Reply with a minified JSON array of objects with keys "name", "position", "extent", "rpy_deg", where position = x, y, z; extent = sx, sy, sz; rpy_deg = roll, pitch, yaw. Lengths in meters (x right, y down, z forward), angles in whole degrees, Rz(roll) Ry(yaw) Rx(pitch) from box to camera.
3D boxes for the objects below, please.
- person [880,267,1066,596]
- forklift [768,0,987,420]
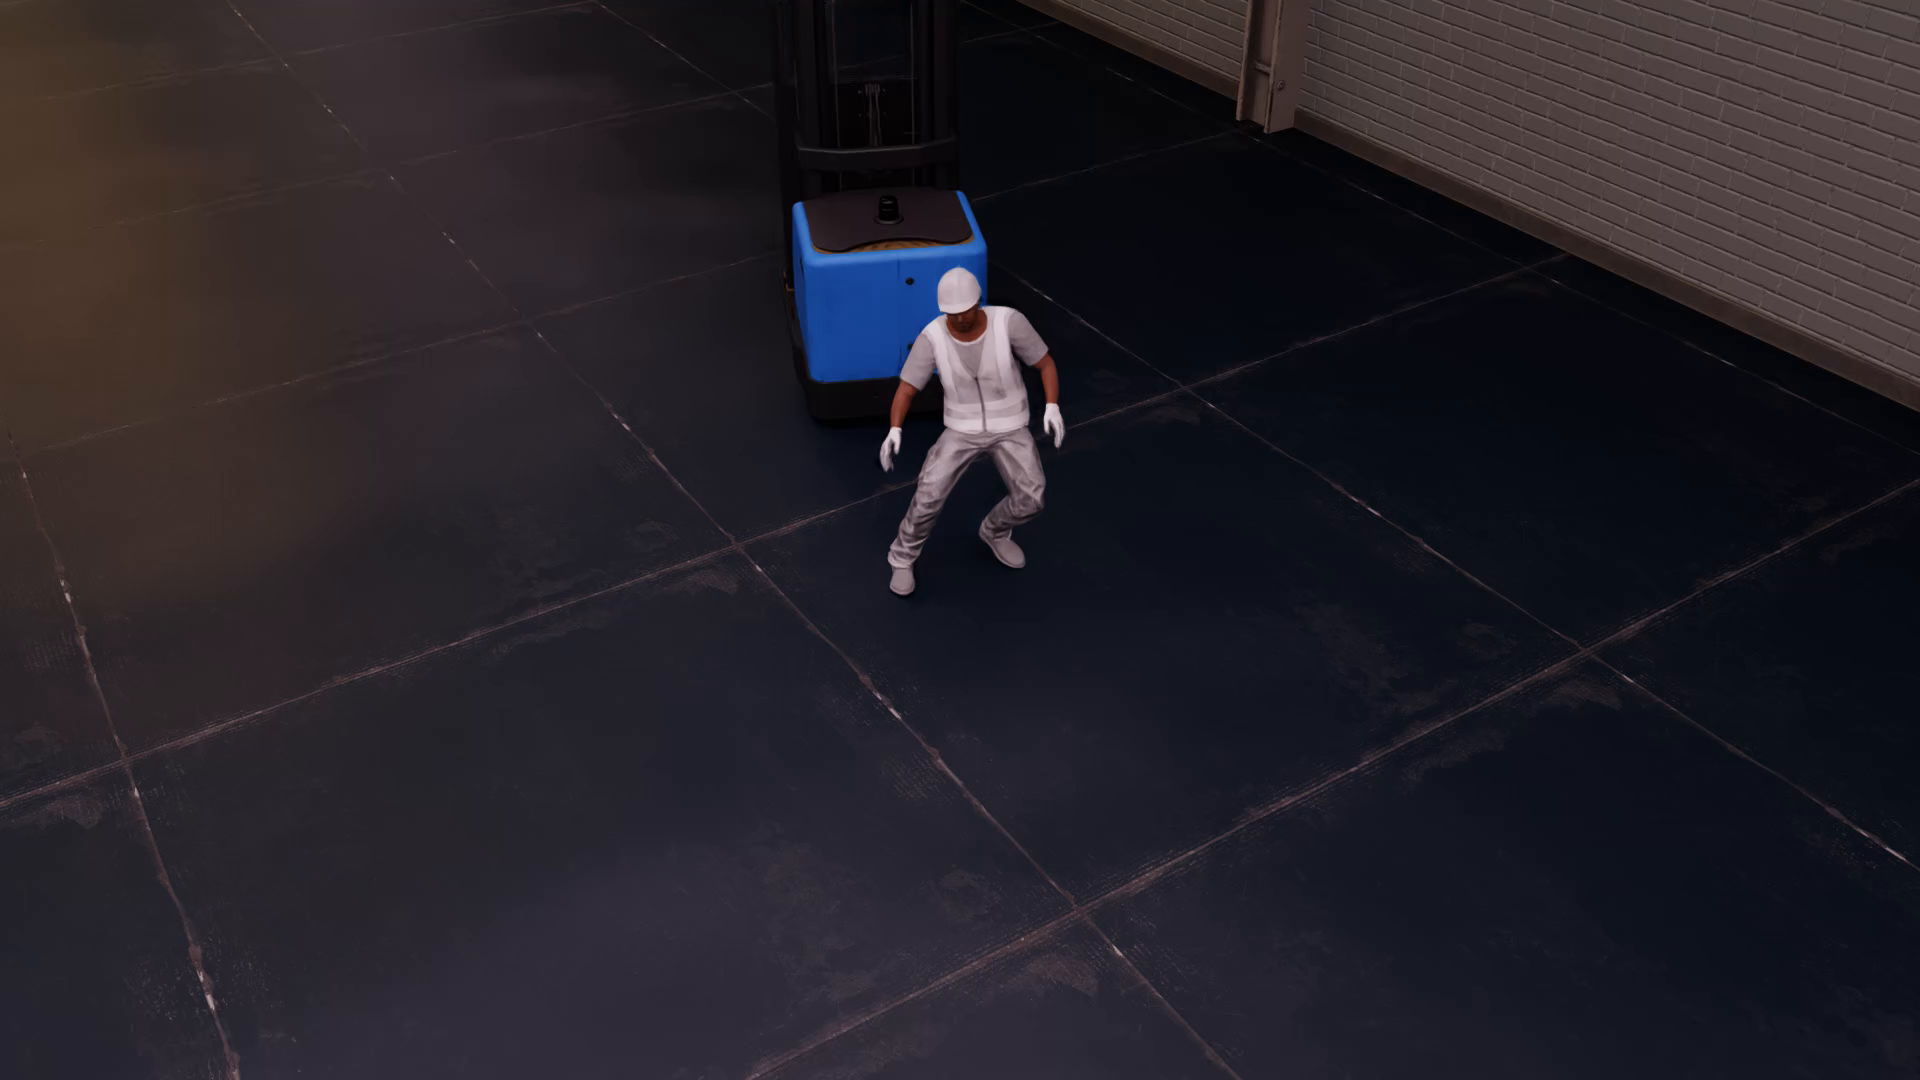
[{"name":"person","position":[0.070,-0.502,8.003],"extent":[0.872,1.627,0.713],"rpy_deg":[1,35,1]},{"name":"forklift","position":[-0.590,-2.730,10.033],"extent":[1.130,2.935,3.031],"rpy_deg":[-6,35,-8]}]
